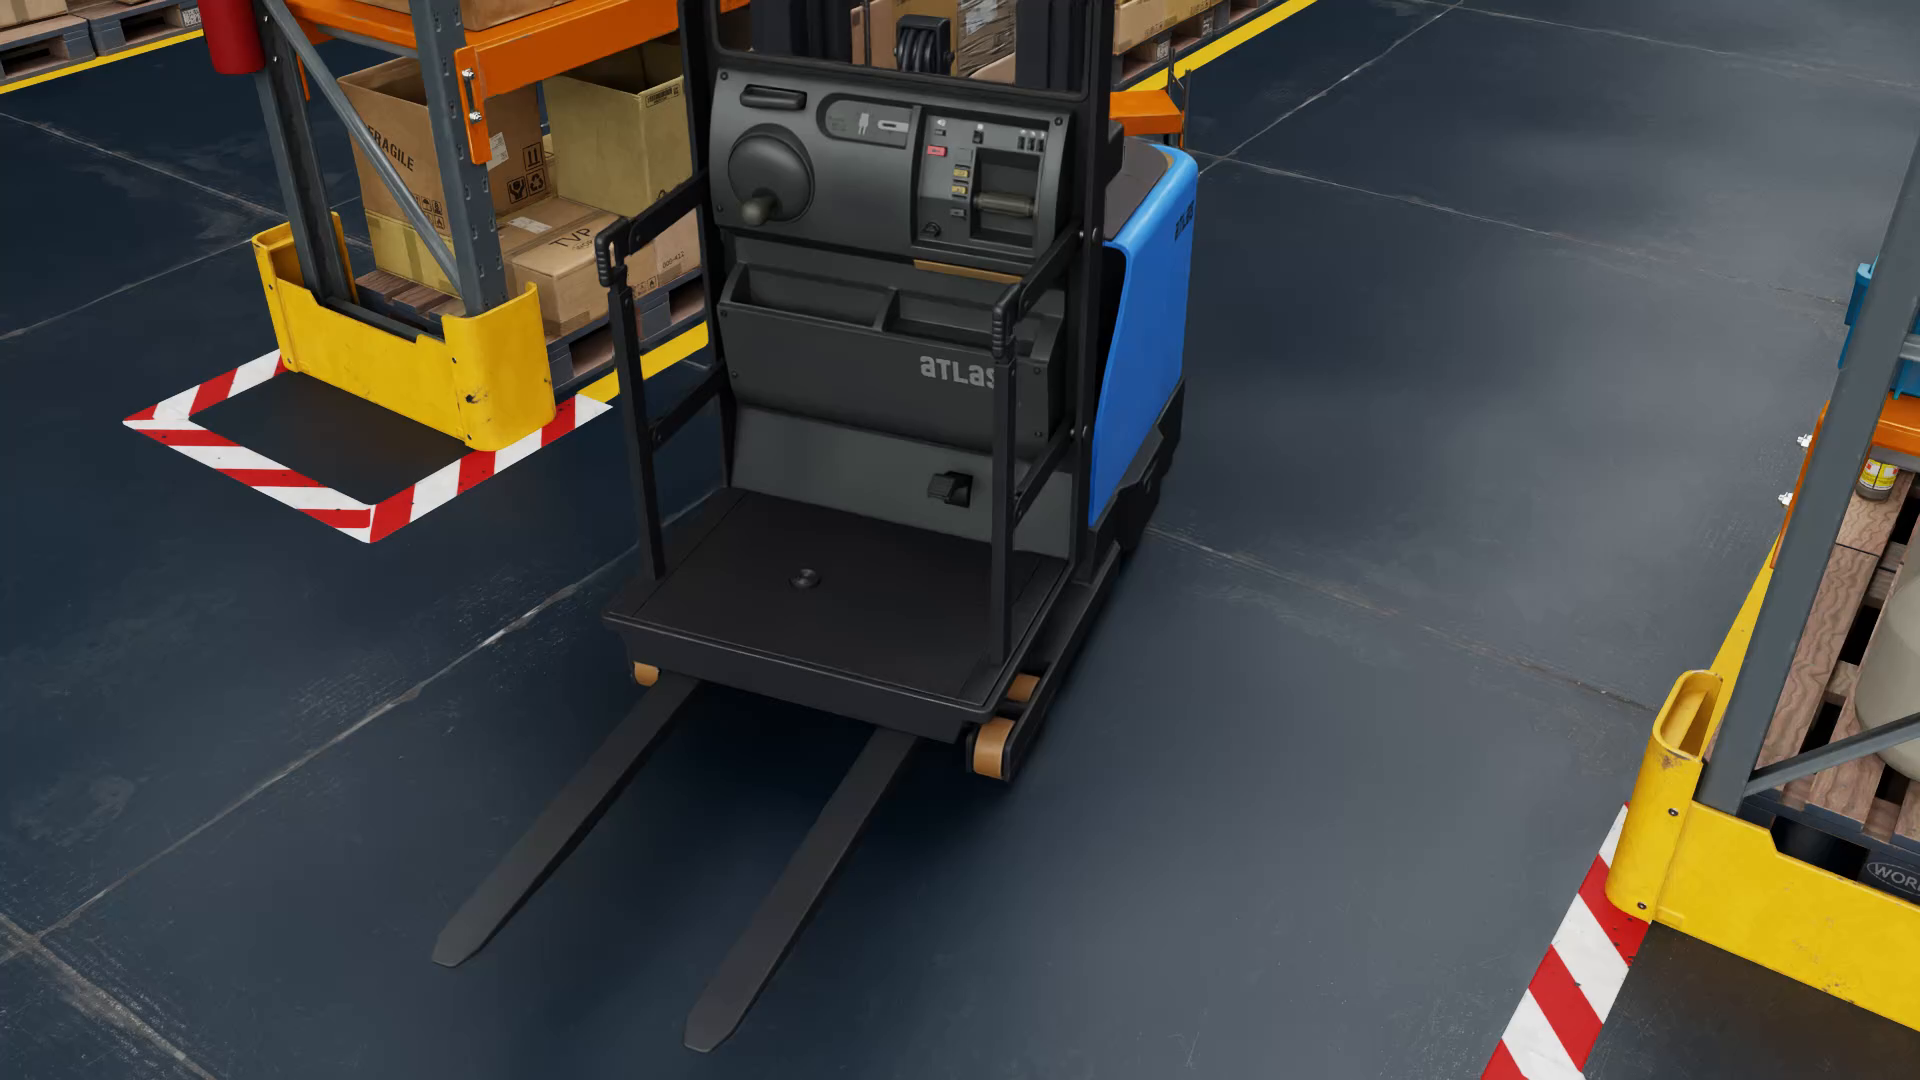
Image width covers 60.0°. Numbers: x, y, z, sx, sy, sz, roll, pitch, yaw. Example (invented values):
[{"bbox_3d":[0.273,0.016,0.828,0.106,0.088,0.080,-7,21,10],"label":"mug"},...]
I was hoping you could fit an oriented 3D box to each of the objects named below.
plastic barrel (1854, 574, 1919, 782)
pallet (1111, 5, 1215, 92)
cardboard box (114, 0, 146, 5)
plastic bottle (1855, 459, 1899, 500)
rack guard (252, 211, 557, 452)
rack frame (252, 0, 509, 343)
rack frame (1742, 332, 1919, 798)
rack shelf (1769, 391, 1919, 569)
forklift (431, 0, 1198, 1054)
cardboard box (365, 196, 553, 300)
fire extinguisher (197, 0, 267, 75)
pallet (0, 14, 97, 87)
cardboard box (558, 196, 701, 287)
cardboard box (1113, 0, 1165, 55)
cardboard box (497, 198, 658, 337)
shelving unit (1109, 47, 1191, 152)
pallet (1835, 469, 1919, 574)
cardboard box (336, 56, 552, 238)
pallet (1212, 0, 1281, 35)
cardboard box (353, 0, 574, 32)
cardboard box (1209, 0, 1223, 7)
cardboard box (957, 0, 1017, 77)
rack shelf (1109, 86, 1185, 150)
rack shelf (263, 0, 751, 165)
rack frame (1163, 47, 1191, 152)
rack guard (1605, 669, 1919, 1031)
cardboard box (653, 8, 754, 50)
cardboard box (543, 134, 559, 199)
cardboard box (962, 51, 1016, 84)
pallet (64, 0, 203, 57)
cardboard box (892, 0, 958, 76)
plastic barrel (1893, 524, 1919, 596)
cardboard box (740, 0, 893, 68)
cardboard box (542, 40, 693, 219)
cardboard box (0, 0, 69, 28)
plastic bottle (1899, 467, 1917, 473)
[{"bbox_3d":[2.410,0.306,3.966,0.421,0.512,0.421,0,34,0],"label":"plastic barrel"},{"bbox_3d":[0.699,-2.844,9.268,1.003,0.211,1.213,21,39,28],"label":"pallet"},{"bbox_3d":[-4.788,-3.408,9.451,0.700,0.500,0.500,19,38,25],"label":"cardboard box"},{"bbox_3d":[2.785,-0.232,5.020,0.097,0.201,0.097,0,34,0],"label":"plastic bottle"},{"bbox_3d":[-1.983,-0.761,5.928,1.175,0.500,0.348,21,39,28],"label":"rack guard"},{"bbox_3d":[-1.969,-1.807,5.245,1.000,3.000,0.127,21,39,28],"label":"rack frame"},{"bbox_3d":[2.100,-0.222,2.901,0.949,2.616,0.053,21,39,28],"label":"rack frame"},{"bbox_3d":[3.238,-0.846,4.465,1.077,0.370,4.000,21,39,28],"label":"rack shelf"},{"bbox_3d":[1.823,-1.649,4.387,4.401,3.703,6.124,12,36,18],"label":"forklift"},{"bbox_3d":[-1.906,-1.183,6.402,0.500,0.250,0.500,21,39,28],"label":"cardboard box"},{"bbox_3d":[-2.419,-1.869,5.405,0.296,0.674,0.183,21,39,28],"label":"fire extinguisher"},{"bbox_3d":[-5.506,-2.630,8.951,1.003,0.211,1.213,21,39,28],"label":"pallet"},{"bbox_3d":[-1.199,-1.249,6.499,0.500,0.250,0.500,21,39,28],"label":"cardboard box"},{"bbox_3d":[0.745,-2.789,8.777,0.500,0.250,0.500,20,39,27],"label":"cardboard box"},{"bbox_3d":[-1.481,-1.018,6.157,0.500,0.250,0.500,21,39,28],"label":"cardboard box"},{"bbox_3d":[0.478,-1.059,5.745,0.503,1.200,0.258,-4,34,-6],"label":"shelving unit"},{"bbox_3d":[3.266,-0.049,5.135,1.003,0.211,1.213,21,39,28],"label":"pallet"},{"bbox_3d":[-1.908,-1.495,6.193,0.500,0.500,0.500,21,39,28],"label":"cardboard box"},{"bbox_3d":[1.394,-3.408,10.101,1.003,0.211,1.213,21,39,28],"label":"pallet"},{"bbox_3d":[-1.693,-2.059,5.528,0.700,0.500,0.500,21,39,28],"label":"cardboard box"},{"bbox_3d":[1.330,-3.263,9.478,0.500,0.250,0.500,20,39,27],"label":"cardboard box"},{"bbox_3d":[-0.068,-2.484,7.656,0.500,0.500,0.500,21,39,28],"label":"cardboard box"},{"bbox_3d":[0.478,-1.385,5.525,0.480,0.148,0.258,-4,34,-6],"label":"rack shelf"},{"bbox_3d":[-0.829,-2.430,6.807,1.077,0.370,4.000,21,39,28],"label":"rack shelf"},{"bbox_3d":[0.720,-1.077,5.771,0.015,1.200,0.240,-4,34,-6],"label":"rack frame"},{"bbox_3d":[2.102,0.762,3.677,1.175,0.500,0.348,21,39,28],"label":"rack guard"},{"bbox_3d":[-0.923,-1.793,6.635,0.500,0.500,0.500,21,39,28],"label":"cardboard box"},{"bbox_3d":[-1.631,-1.417,6.748,0.500,0.250,0.500,21,39,28],"label":"cardboard box"},{"bbox_3d":[-0.067,-2.173,7.865,0.500,0.250,0.500,21,39,28],"label":"cardboard box"},{"bbox_3d":[-4.809,-3.189,9.778,1.003,0.211,1.213,21,39,28],"label":"pallet"},{"bbox_3d":[-0.350,-2.253,7.314,0.500,0.500,0.500,21,39,28],"label":"cardboard box"},{"bbox_3d":[2.696,0.075,4.307,0.421,0.512,0.421,0,34,0],"label":"plastic barrel"},{"bbox_3d":[-0.624,-2.018,6.967,0.500,0.500,0.500,21,39,28],"label":"cardboard box"},{"bbox_3d":[-1.197,-1.559,6.288,0.500,0.500,0.500,21,39,28],"label":"cardboard box"},{"bbox_3d":[-5.248,-3.008,9.028,0.500,0.311,0.500,25,41,32],"label":"cardboard box"},{"bbox_3d":[2.951,-0.370,5.158,0.152,0.276,0.135,22,40,29],"label":"plastic bottle"}]
